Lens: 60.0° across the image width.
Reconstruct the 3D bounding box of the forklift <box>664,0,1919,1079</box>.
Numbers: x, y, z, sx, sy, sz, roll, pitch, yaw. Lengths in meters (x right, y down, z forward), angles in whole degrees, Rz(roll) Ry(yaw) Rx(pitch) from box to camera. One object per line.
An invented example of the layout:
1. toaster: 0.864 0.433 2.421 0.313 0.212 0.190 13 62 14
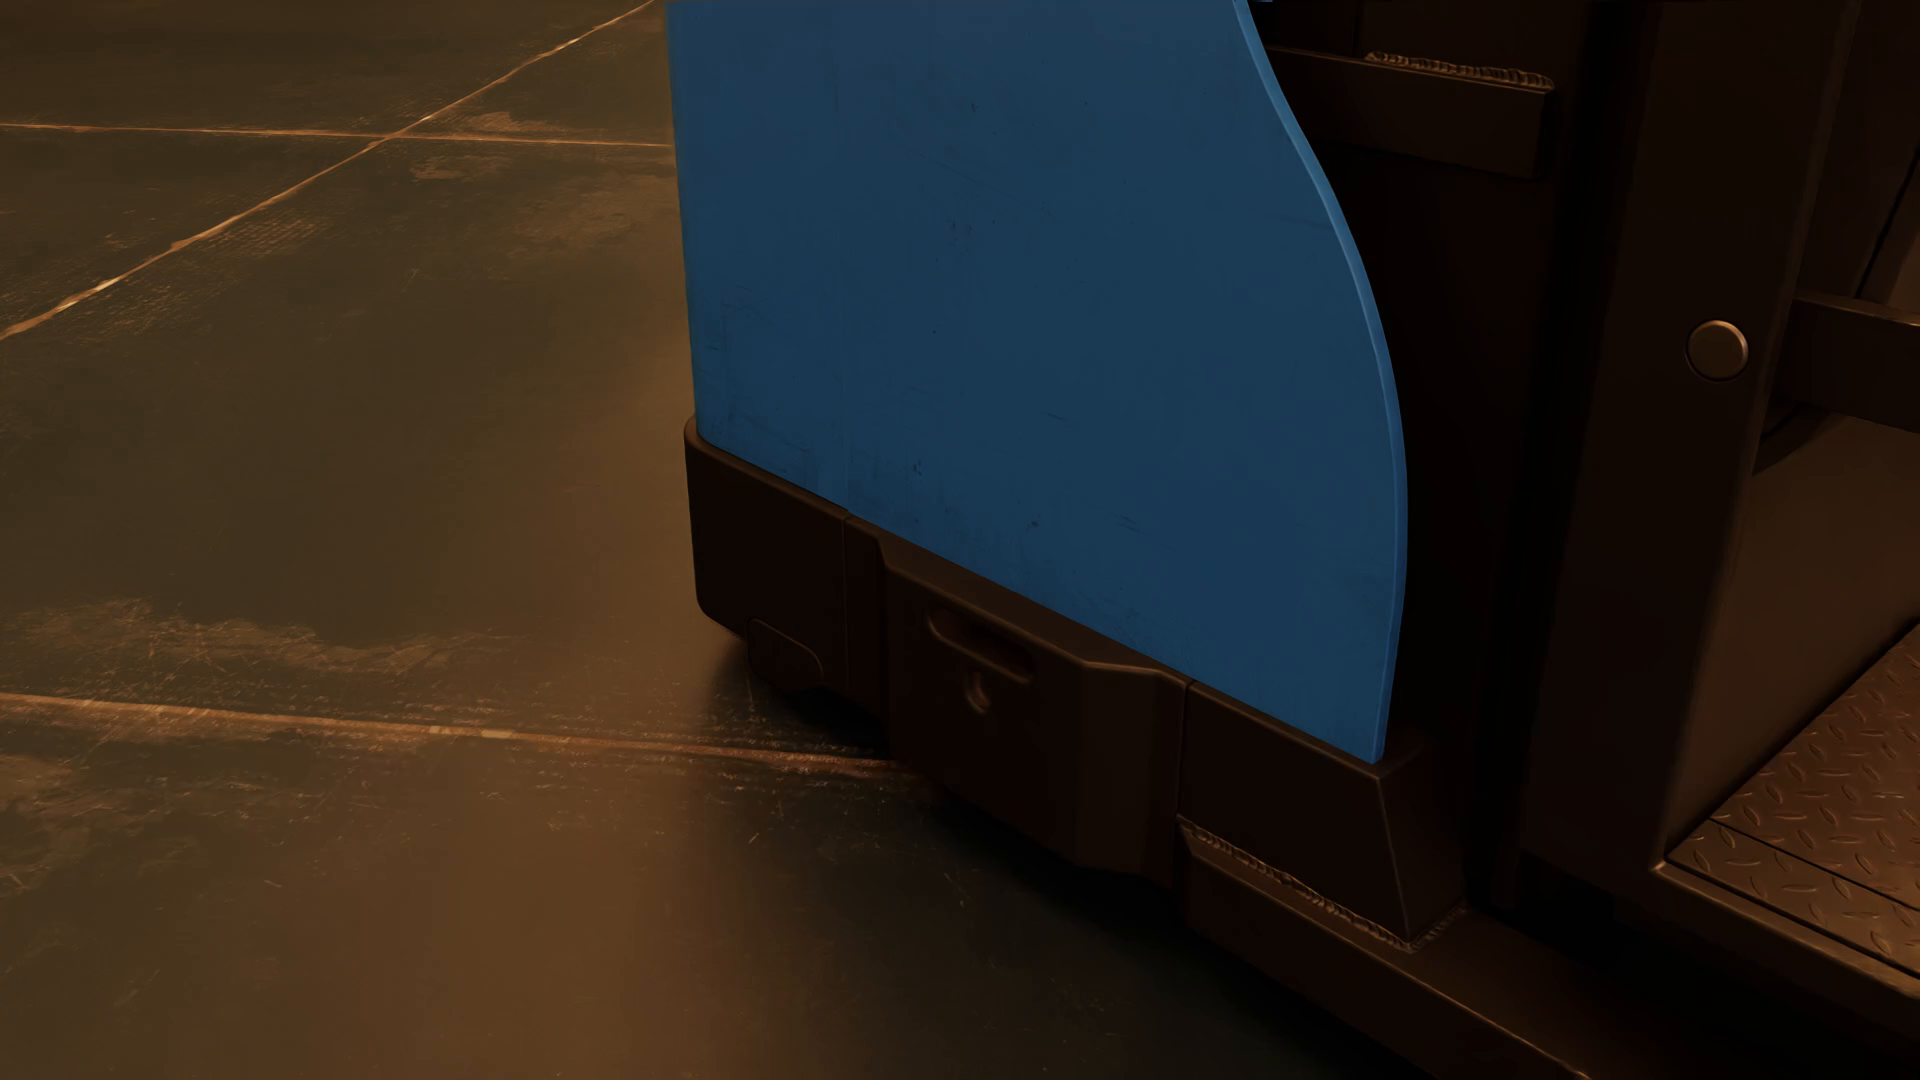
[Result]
1. forklift: 1.034 -0.851 0.923 1.130 2.935 3.031 -23 35 -38
